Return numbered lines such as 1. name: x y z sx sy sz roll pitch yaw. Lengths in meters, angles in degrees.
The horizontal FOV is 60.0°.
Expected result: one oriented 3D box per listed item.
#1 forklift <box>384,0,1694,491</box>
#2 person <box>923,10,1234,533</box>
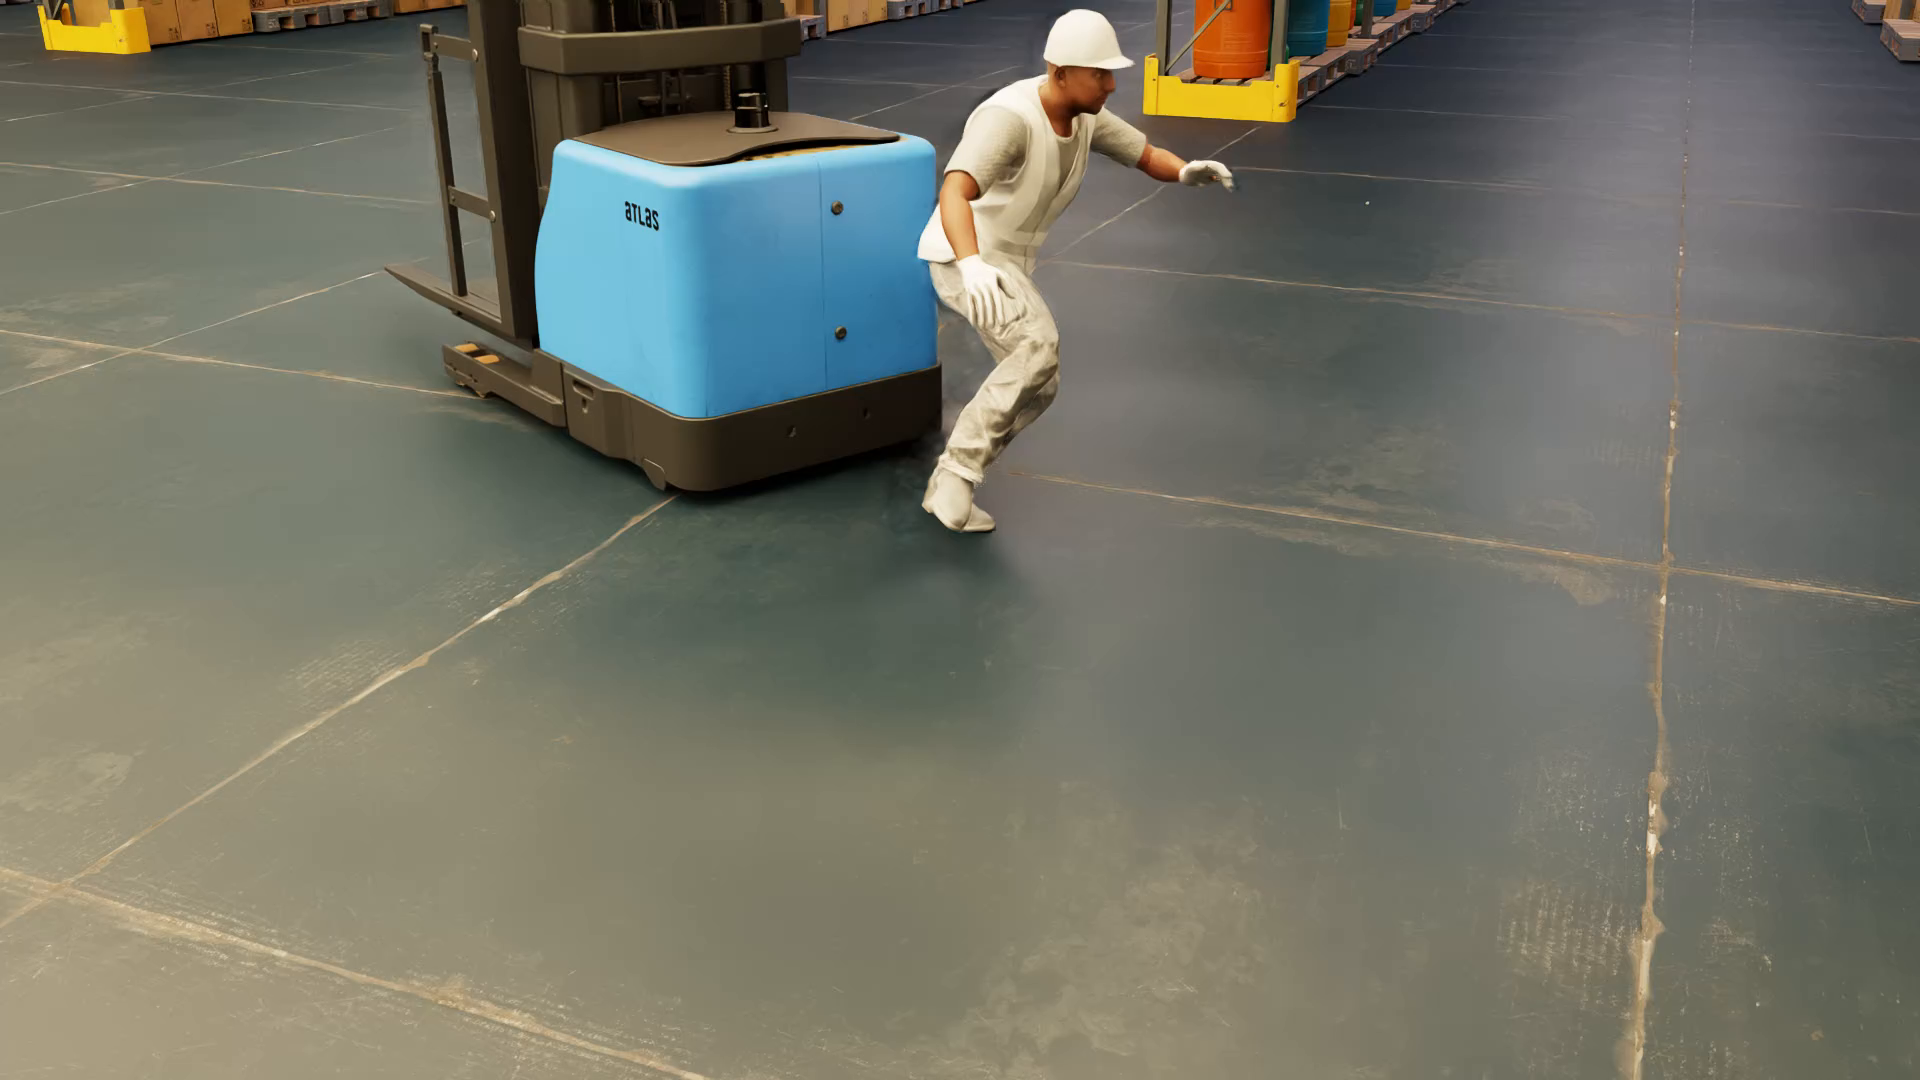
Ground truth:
1. forklift: 3.526 -6.412 16.633 23.089 2.935 14.713 -17 28 -35
2. person: 0.290 -0.787 5.017 0.913 1.530 1.085 11 25 24
